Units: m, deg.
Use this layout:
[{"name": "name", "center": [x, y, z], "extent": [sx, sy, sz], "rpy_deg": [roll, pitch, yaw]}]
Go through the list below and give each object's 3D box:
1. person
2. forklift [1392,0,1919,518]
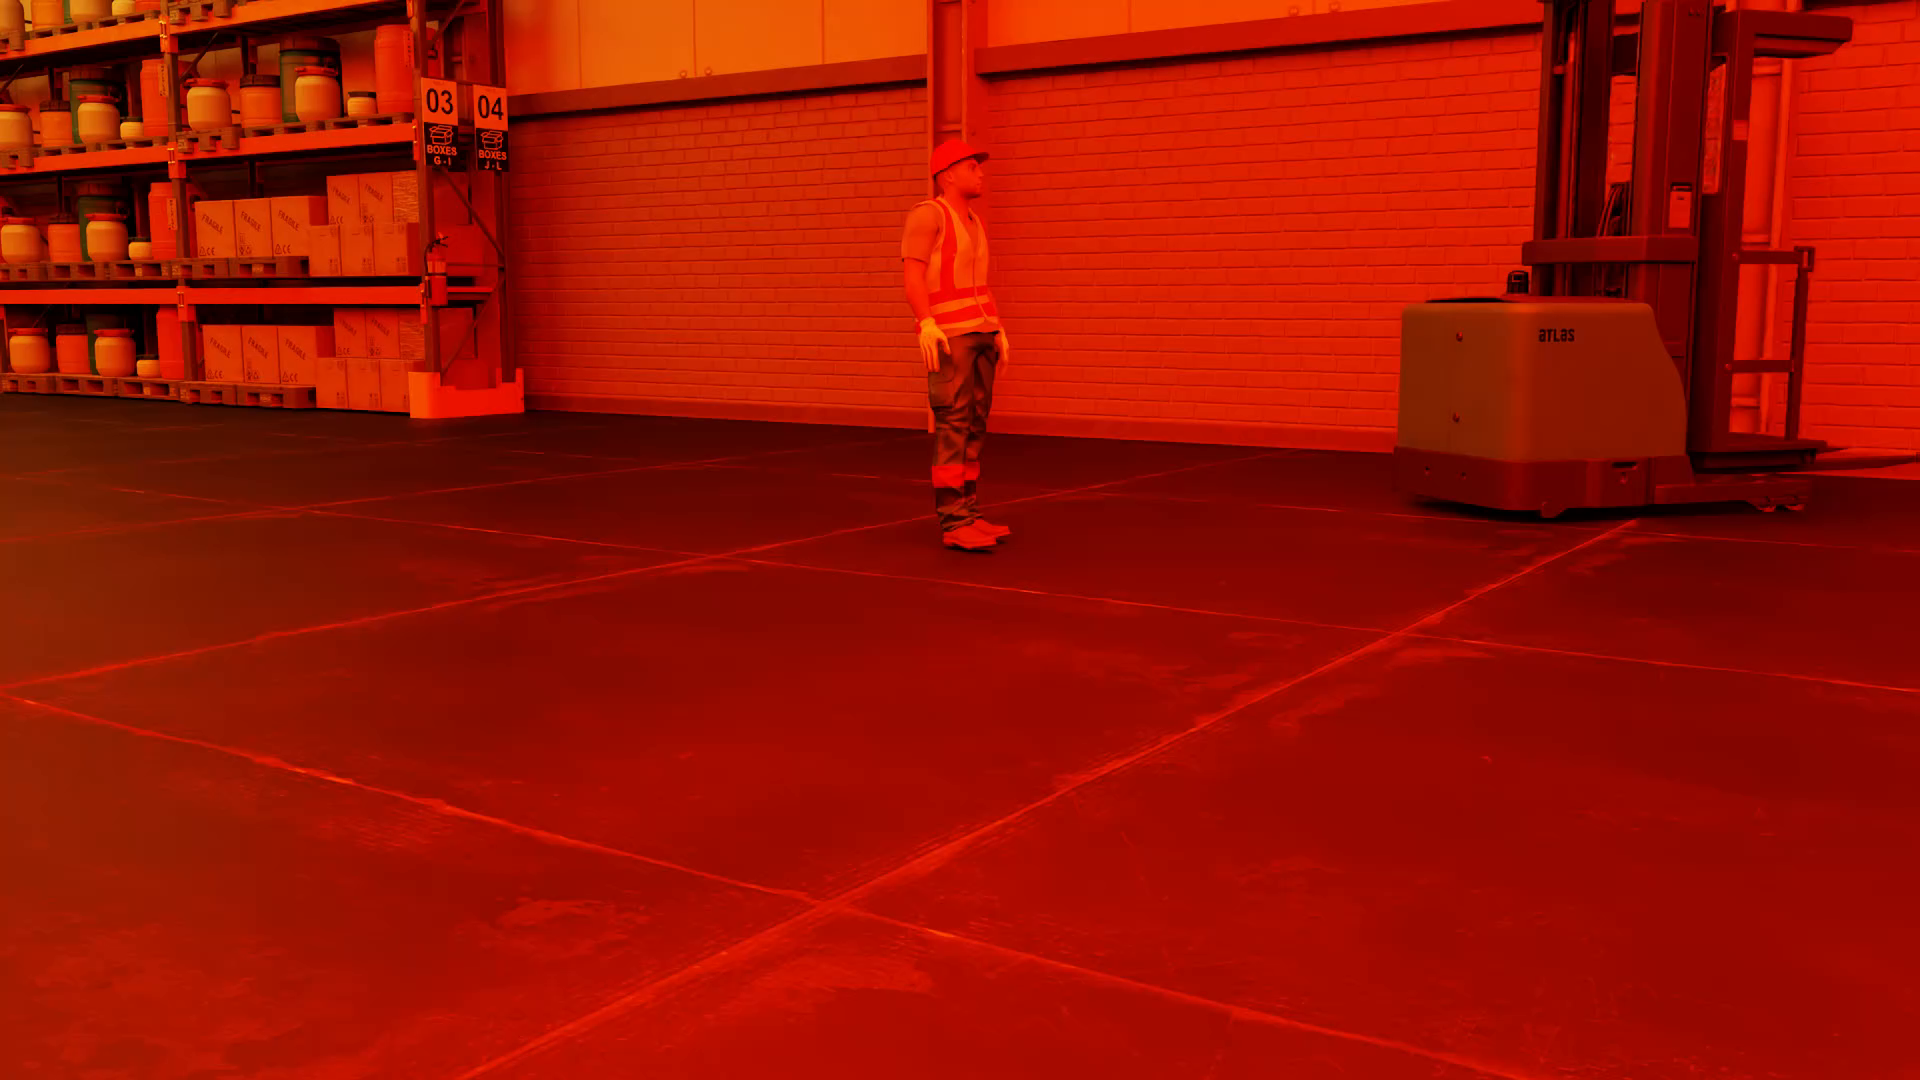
[{"name": "person", "center": [0.060, -0.885, 7.423], "extent": [0.564, 1.787, 0.638], "rpy_deg": [5, 10, 34]}, {"name": "forklift", "center": [3.907, -1.660, 8.869], "extent": [3.031, 2.935, 1.130], "rpy_deg": [-3, 9, -20]}]
